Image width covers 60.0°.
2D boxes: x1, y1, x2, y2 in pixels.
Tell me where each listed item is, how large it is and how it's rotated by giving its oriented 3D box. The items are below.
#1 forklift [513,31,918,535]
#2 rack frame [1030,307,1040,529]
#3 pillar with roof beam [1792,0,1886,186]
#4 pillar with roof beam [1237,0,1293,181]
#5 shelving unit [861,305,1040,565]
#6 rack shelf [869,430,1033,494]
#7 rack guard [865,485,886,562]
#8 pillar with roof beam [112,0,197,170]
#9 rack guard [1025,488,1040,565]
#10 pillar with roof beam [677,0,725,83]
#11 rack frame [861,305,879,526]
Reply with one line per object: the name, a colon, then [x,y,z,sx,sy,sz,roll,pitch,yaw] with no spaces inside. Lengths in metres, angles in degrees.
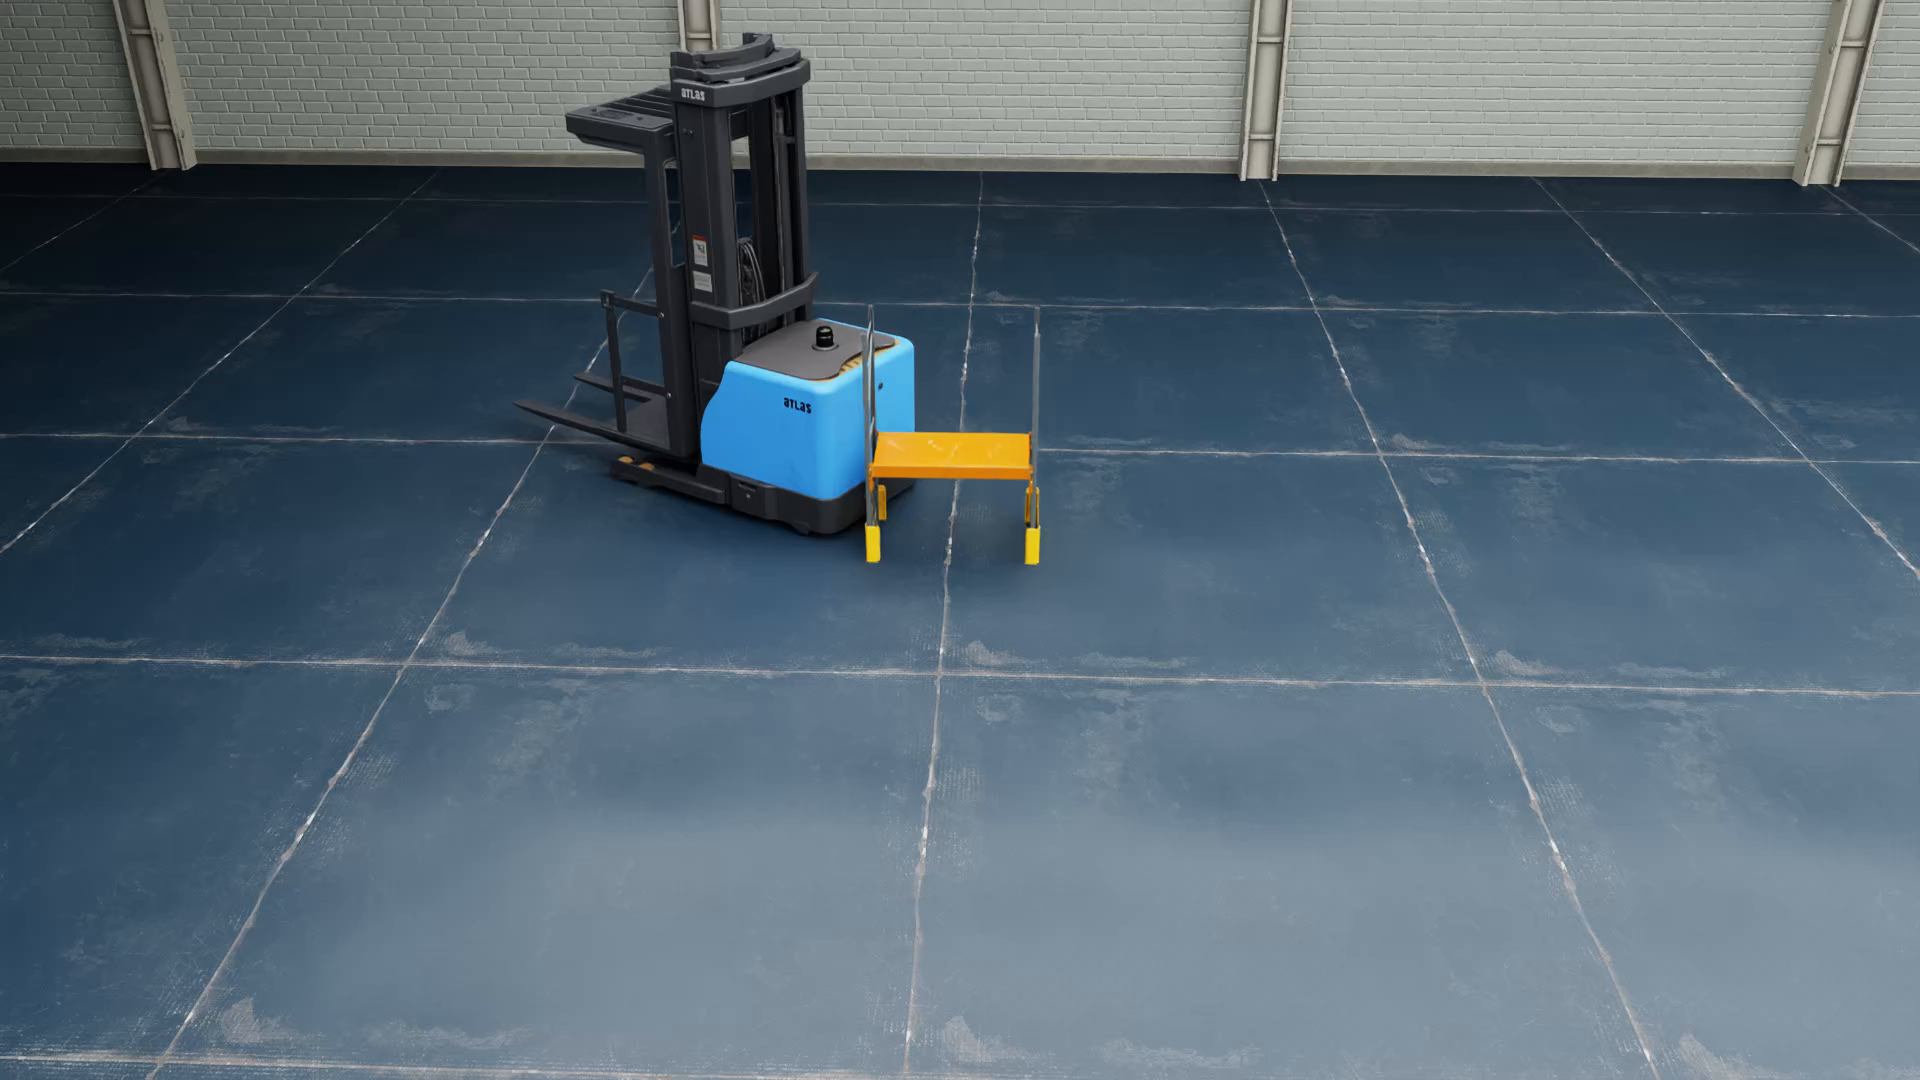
forklift: [-1.801,-1.842,11.021,3.031,2.935,1.130,17,32,29]
rack frame: [0.461,-0.644,10.288,0.032,1.500,0.500,1,28,2]
pillar with roof beam: [9.087,-5.830,12.065,0.400,9.000,9.100,1,28,2]
pillar with roof beam: [3.091,-5.929,12.252,0.400,9.000,9.100,1,28,2]
shelving unit: [-0.038,-0.652,10.304,1.083,1.500,0.587,1,28,2]
rack shelf: [-0.047,-0.493,10.388,1.000,0.185,0.538,1,28,2]
rack guard: [-0.535,-0.108,10.612,0.087,0.250,0.587,1,28,2]
pillar with roof beam: [-8.902,-6.127,12.626,0.400,9.000,9.100,1,28,2]
rack guard: [0.460,-0.092,10.581,0.087,0.250,0.587,1,28,2]
pillar with roof beam: [-2.906,-6.028,12.439,0.400,9.000,9.100,1,28,2]
rack frame: [-0.555,-0.660,10.320,0.032,1.500,0.500,1,28,2]
